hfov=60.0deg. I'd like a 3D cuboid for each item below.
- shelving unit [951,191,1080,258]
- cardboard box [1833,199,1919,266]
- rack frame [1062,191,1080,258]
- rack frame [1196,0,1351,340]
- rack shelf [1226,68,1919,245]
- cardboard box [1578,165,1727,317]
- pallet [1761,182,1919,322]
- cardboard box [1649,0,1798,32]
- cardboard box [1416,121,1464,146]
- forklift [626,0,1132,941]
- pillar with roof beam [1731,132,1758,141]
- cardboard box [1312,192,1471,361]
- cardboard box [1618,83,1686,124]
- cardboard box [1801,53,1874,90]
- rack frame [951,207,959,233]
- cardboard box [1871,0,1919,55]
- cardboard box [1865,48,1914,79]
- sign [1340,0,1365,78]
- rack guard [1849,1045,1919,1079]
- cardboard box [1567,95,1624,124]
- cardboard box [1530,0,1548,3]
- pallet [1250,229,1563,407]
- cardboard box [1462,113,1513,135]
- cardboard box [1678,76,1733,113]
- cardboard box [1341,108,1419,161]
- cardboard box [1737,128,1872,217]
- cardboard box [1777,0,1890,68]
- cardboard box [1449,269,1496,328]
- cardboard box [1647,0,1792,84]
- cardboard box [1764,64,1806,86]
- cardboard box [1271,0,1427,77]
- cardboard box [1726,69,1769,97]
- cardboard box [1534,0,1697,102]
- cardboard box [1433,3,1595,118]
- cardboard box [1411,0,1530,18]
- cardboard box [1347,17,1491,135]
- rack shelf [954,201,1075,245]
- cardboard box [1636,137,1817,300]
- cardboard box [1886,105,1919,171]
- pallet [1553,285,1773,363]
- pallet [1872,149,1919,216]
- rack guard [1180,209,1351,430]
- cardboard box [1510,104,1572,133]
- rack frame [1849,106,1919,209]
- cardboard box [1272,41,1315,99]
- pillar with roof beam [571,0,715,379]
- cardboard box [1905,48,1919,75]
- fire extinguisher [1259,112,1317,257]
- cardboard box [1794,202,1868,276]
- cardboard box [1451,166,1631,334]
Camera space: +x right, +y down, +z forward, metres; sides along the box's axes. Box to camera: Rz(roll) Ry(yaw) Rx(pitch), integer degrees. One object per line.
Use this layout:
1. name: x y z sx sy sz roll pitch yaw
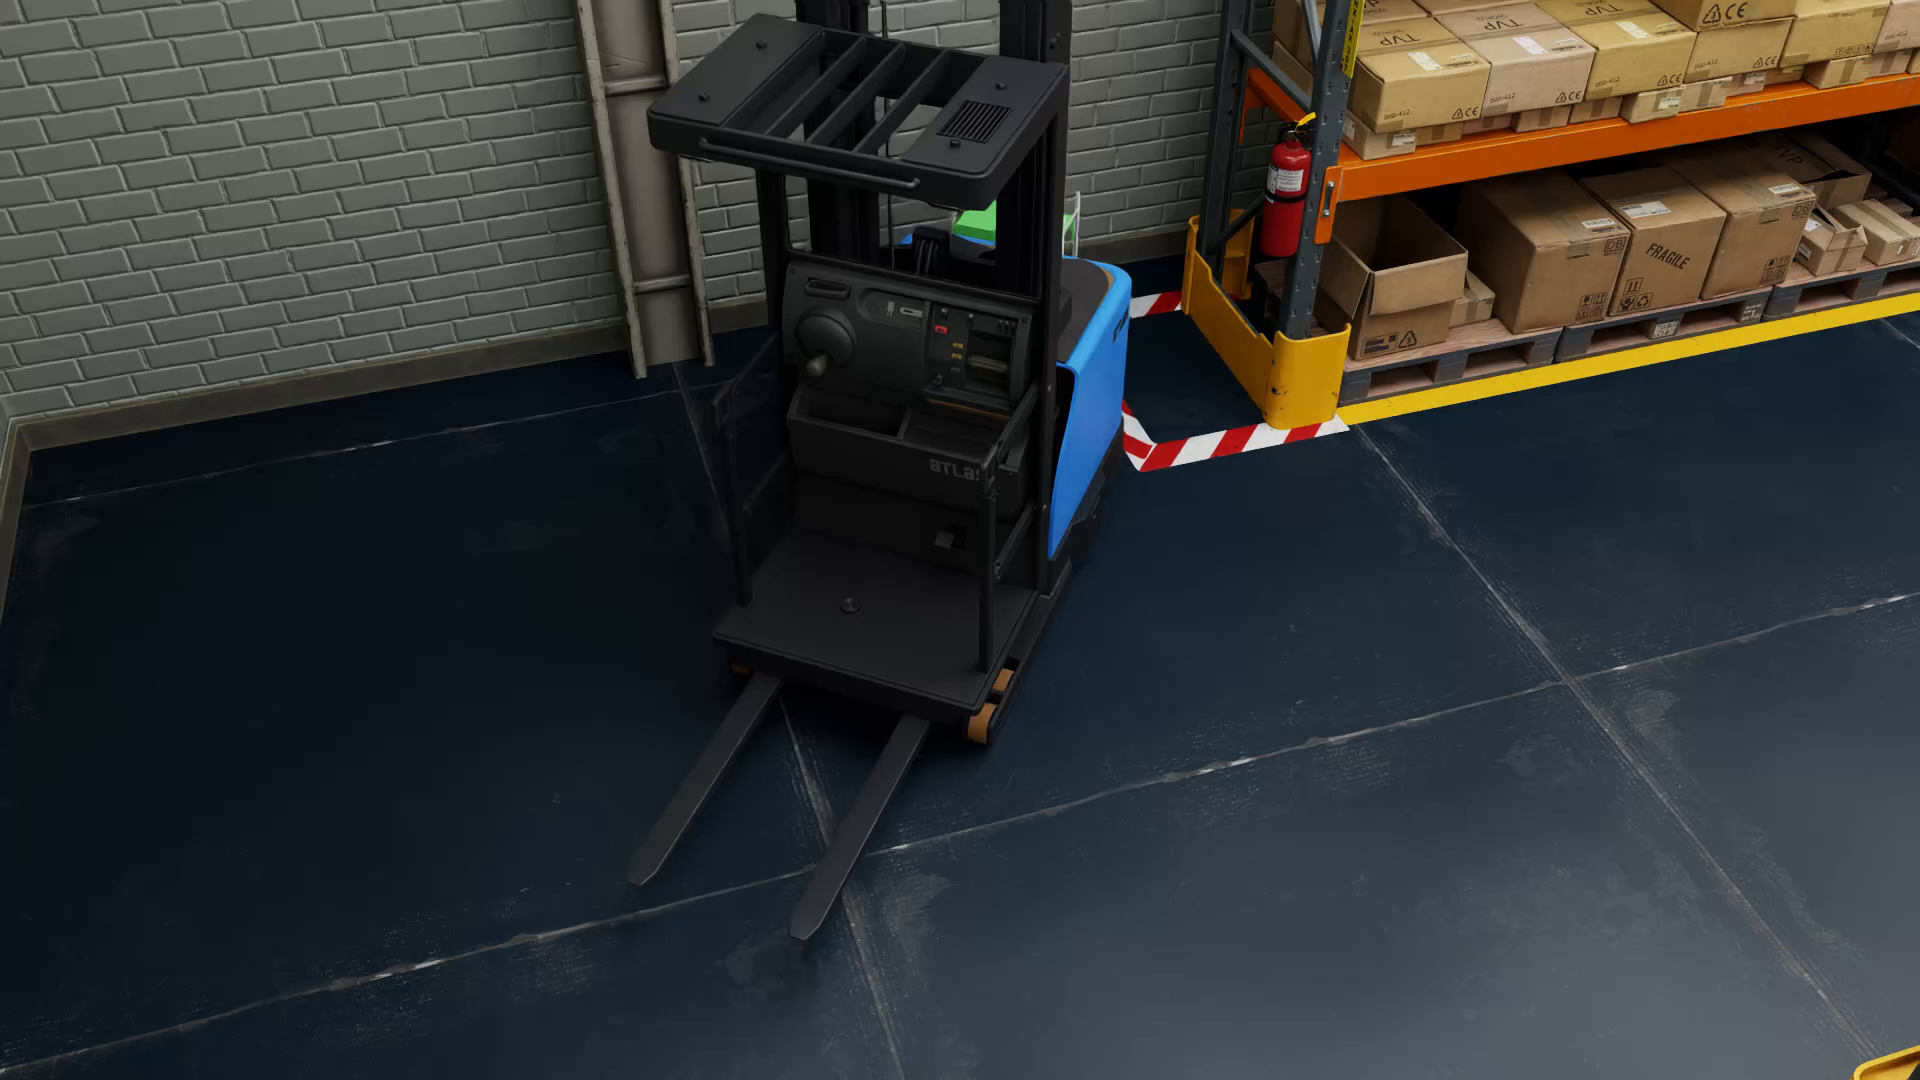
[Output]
1. shelving unit: 0.240 -1.026 7.513 0.503 1.200 0.258 14 43 15
2. cardboard box: 4.767 -1.603 8.653 0.250 0.149 0.380 -13 43 -14
3. rack frame: 0.469 -0.970 7.448 0.015 1.200 0.240 14 43 15
4. rack frame: 1.395 -2.023 7.285 0.127 3.000 1.000 -12 42 -13
5. rack shelf: 3.302 -2.147 7.974 4.000 0.370 1.077 -12 42 -13
6. cardboard box: 3.368 -1.487 8.253 0.500 0.500 0.500 -11 42 -12
7. pallet: 4.555 -1.628 8.953 1.213 0.211 1.003 -12 42 -13
8. cardboard box: 3.339 -2.578 7.239 0.500 0.500 0.500 -11 42 -12
9. cardboard box: 2.019 -1.900 7.336 0.250 0.149 0.380 -11 42 -12
10. forklift: -0.272 -0.638 5.753 1.130 2.935 3.031 14 43 16
11. pillar with roof beam: 5.568 -2.799 3.614 0.400 9.000 9.100 -12 42 -13
12. cardboard box: 2.007 -1.302 8.039 0.637 0.503 0.797 -13 43 -15
13. cardboard box: 3.034 -2.044 7.501 0.250 0.149 0.380 -13 43 -14
14. cardboard box: 4.006 -2.262 7.751 0.250 0.149 0.380 -12 43 -14
15. rack frame: 0.012 -1.082 7.577 0.015 1.200 0.240 14 43 15
16. cardboard box: 4.324 -2.507 7.727 0.500 0.250 0.500 -12 42 -13
17. cardboard box: 4.241 -2.331 7.829 0.250 0.149 0.380 -11 42 -12
18. sign: 1.558 -2.008 6.611 0.005 0.325 0.100 -12 42 -13
19. rack guard: 2.866 2.038 4.538 0.348 0.500 1.175 -12 42 -13
20. cardboard box: 2.771 -2.041 7.498 0.250 0.149 0.380 -11 42 -12
21. cardboard box: 2.720 -2.532 7.756 0.500 0.250 0.500 -10 42 -12
22. pallet: 2.227 -1.146 8.401 1.213 0.211 1.003 -12 42 -13
23. cardboard box: 2.260 -1.974 7.420 0.250 0.149 0.380 -12 43 -14
24. cardboard box: 3.279 -2.109 7.575 0.250 0.149 0.380 -11 42 -12
25. cardboard box: 1.791 -1.821 7.245 0.250 0.149 0.380 -12 43 -13
26. cardboard box: 4.509 -1.976 8.957 0.500 0.311 0.500 -10 42 -12
27. cardboard box: 3.844 -2.416 7.624 0.500 0.250 0.500 -12 43 -13
28. cardboard box: 2.424 -1.228 8.223 0.250 0.149 0.380 -13 43 -15
29. cardboard box: 3.353 -2.315 7.508 0.500 0.250 0.500 -13 43 -14
30. cardboard box: 3.726 -2.282 7.773 0.250 0.149 0.380 -11 42 -12
31. cardboard box: 1.754 -2.336 7.531 0.500 0.250 0.500 -11 42 -12
32. cardboard box: 3.505 -2.203 7.683 0.250 0.149 0.380 -12 43 -13
33. cardboard box: 2.872 -2.201 7.377 0.500 0.250 0.500 -12 43 -14
34. cardboard box: 2.389 -2.099 7.260 0.500 0.250 0.500 -11 42 -13
35. cardboard box: 2.246 -2.437 7.647 0.500 0.250 0.500 -12 42 -13
36. cardboard box: 1.908 -1.999 7.146 0.500 0.250 0.500 -11 42 -13
37. rack shelf: 0.240 -1.340 7.239 0.480 0.148 0.258 14 43 15
38. cardboard box: 3.824 -1.651 8.440 0.500 0.500 0.700 -13 43 -15
39. cardboard box: 5.589 -2.313 9.198 0.500 0.500 0.500 -12 43 -13
40. pallet: 3.389 -1.384 8.674 1.213 0.211 1.003 -12 42 -13
41. pallet: 5.974 -1.947 9.319 1.213 0.211 1.003 -12 42 -13
42. rack guard: 1.467 -1.096 8.125 0.348 0.500 1.175 -12 42 -13
43. cardboard box: 2.519 -1.985 7.434 0.250 0.149 0.380 -10 42 -12
44. rack frame: 5.210 -2.813 8.190 0.127 3.000 1.000 -12 42 -13
45. cardboard box: 1.630 -2.162 7.636 0.250 0.149 0.380 -12 43 -14
46. pillar with roof beam: -0.155 -1.613 2.257 0.400 9.000 9.100 -12 42 -13
47. cardboard box: 4.499 -2.365 7.869 0.250 0.149 0.380 -11 42 -12
48. fire extinguisher: 1.393 -1.534 7.068 0.183 0.674 0.296 -12 42 -13
49. cardboard box: 4.426 -1.577 8.534 0.258 0.266 0.396 -10 42 -12
50. cardboard box: 2.834 -1.445 8.205 0.500 0.500 0.700 -10 42 -11
